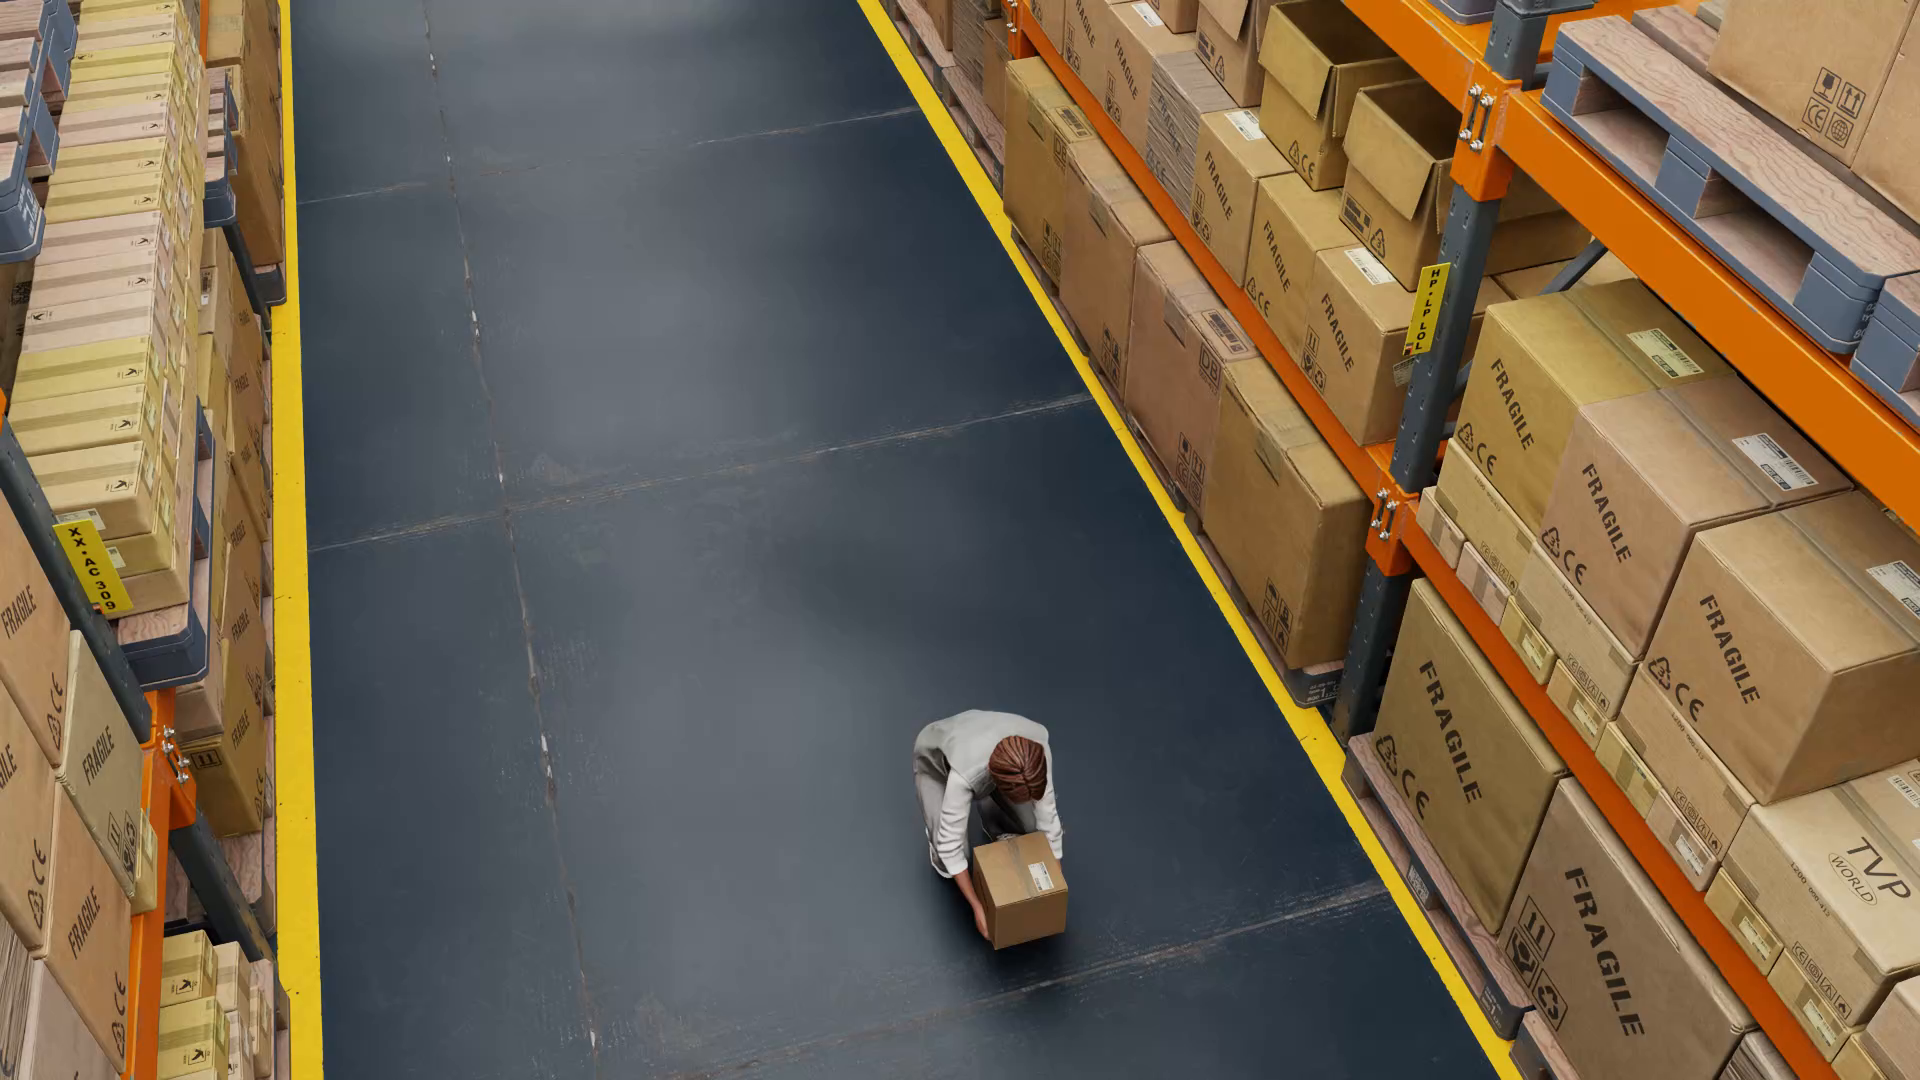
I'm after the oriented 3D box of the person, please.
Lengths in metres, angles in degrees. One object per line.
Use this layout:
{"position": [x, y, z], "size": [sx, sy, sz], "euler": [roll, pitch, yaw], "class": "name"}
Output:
{"position": [0.085, 0.880, 5.740], "size": [0.440, 0.899, 0.796], "euler": [-12, 44, -13], "class": "person"}
